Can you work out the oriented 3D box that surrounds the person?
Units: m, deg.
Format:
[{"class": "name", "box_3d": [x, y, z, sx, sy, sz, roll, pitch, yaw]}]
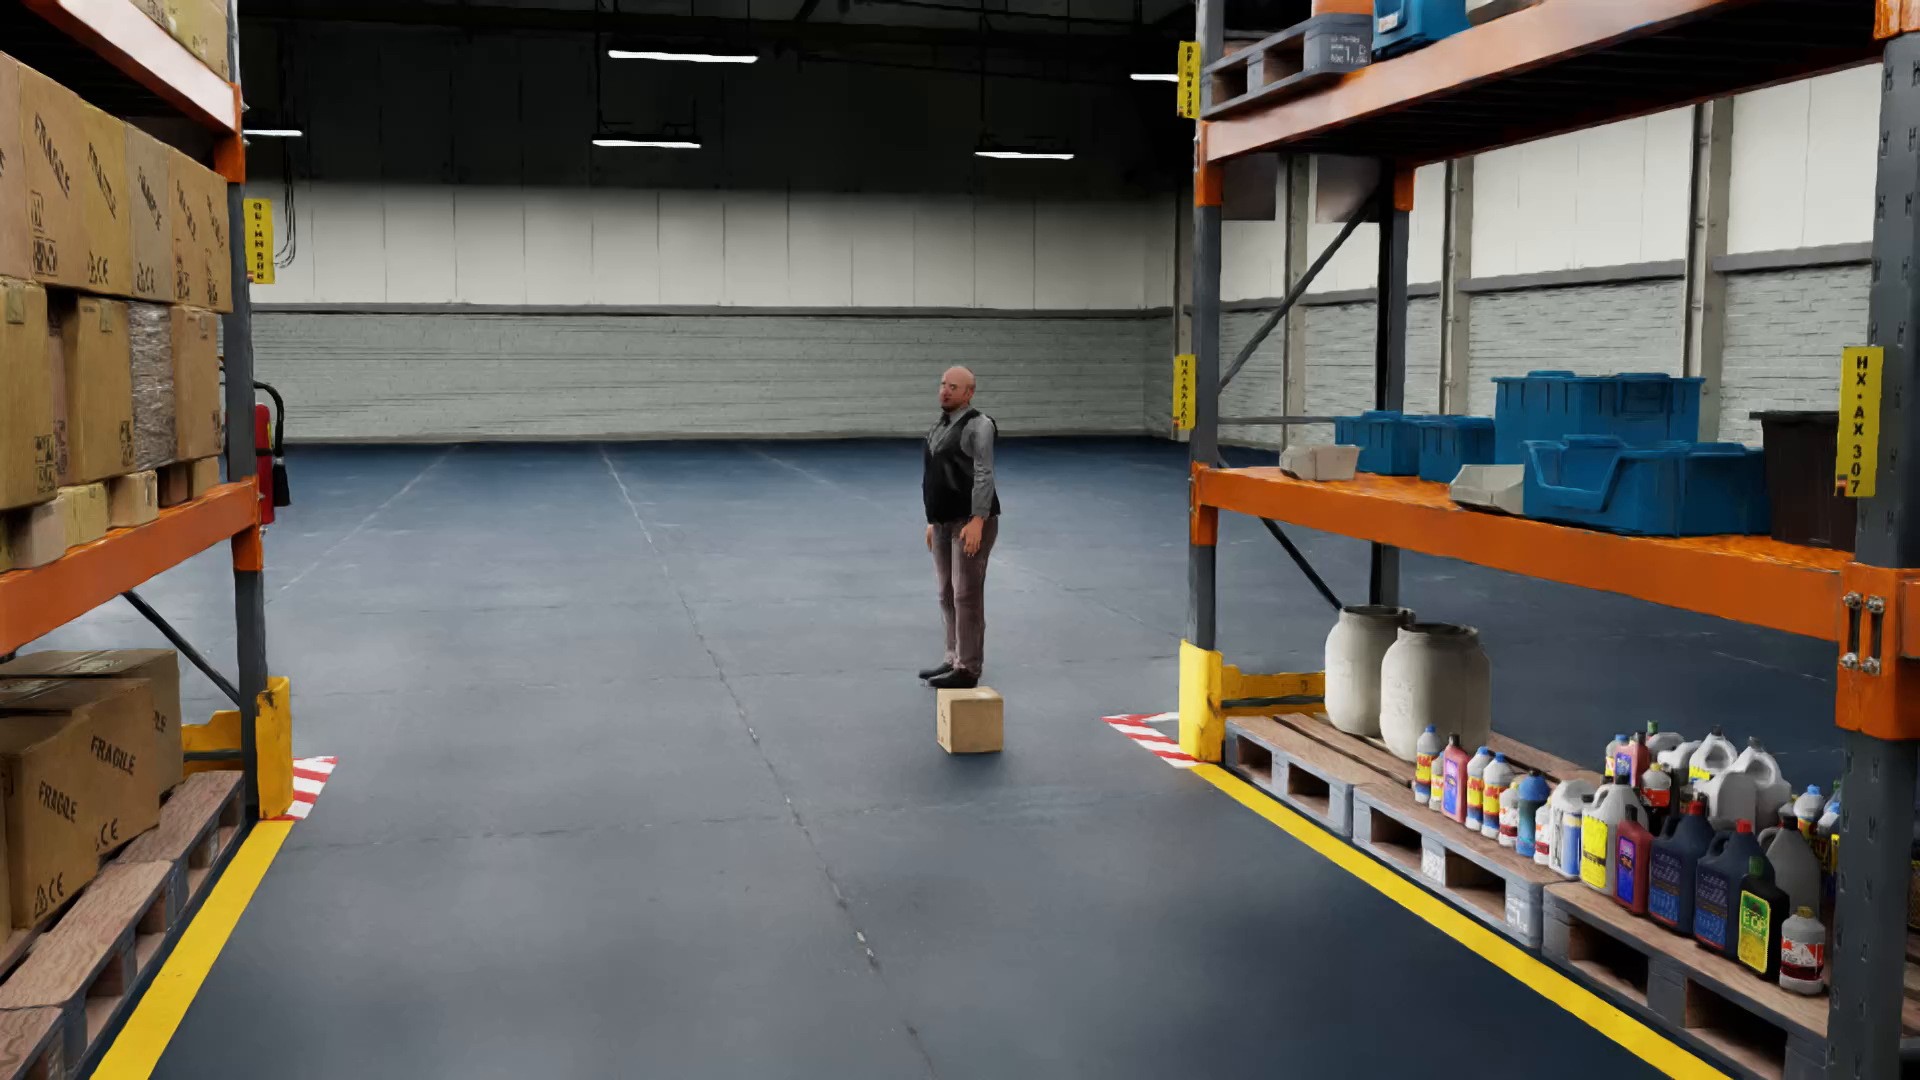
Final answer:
[{"class": "person", "box_3d": [-0.051, -0.023, 8.934, 0.470, 1.642, 0.588, -4, 7, -32]}]
